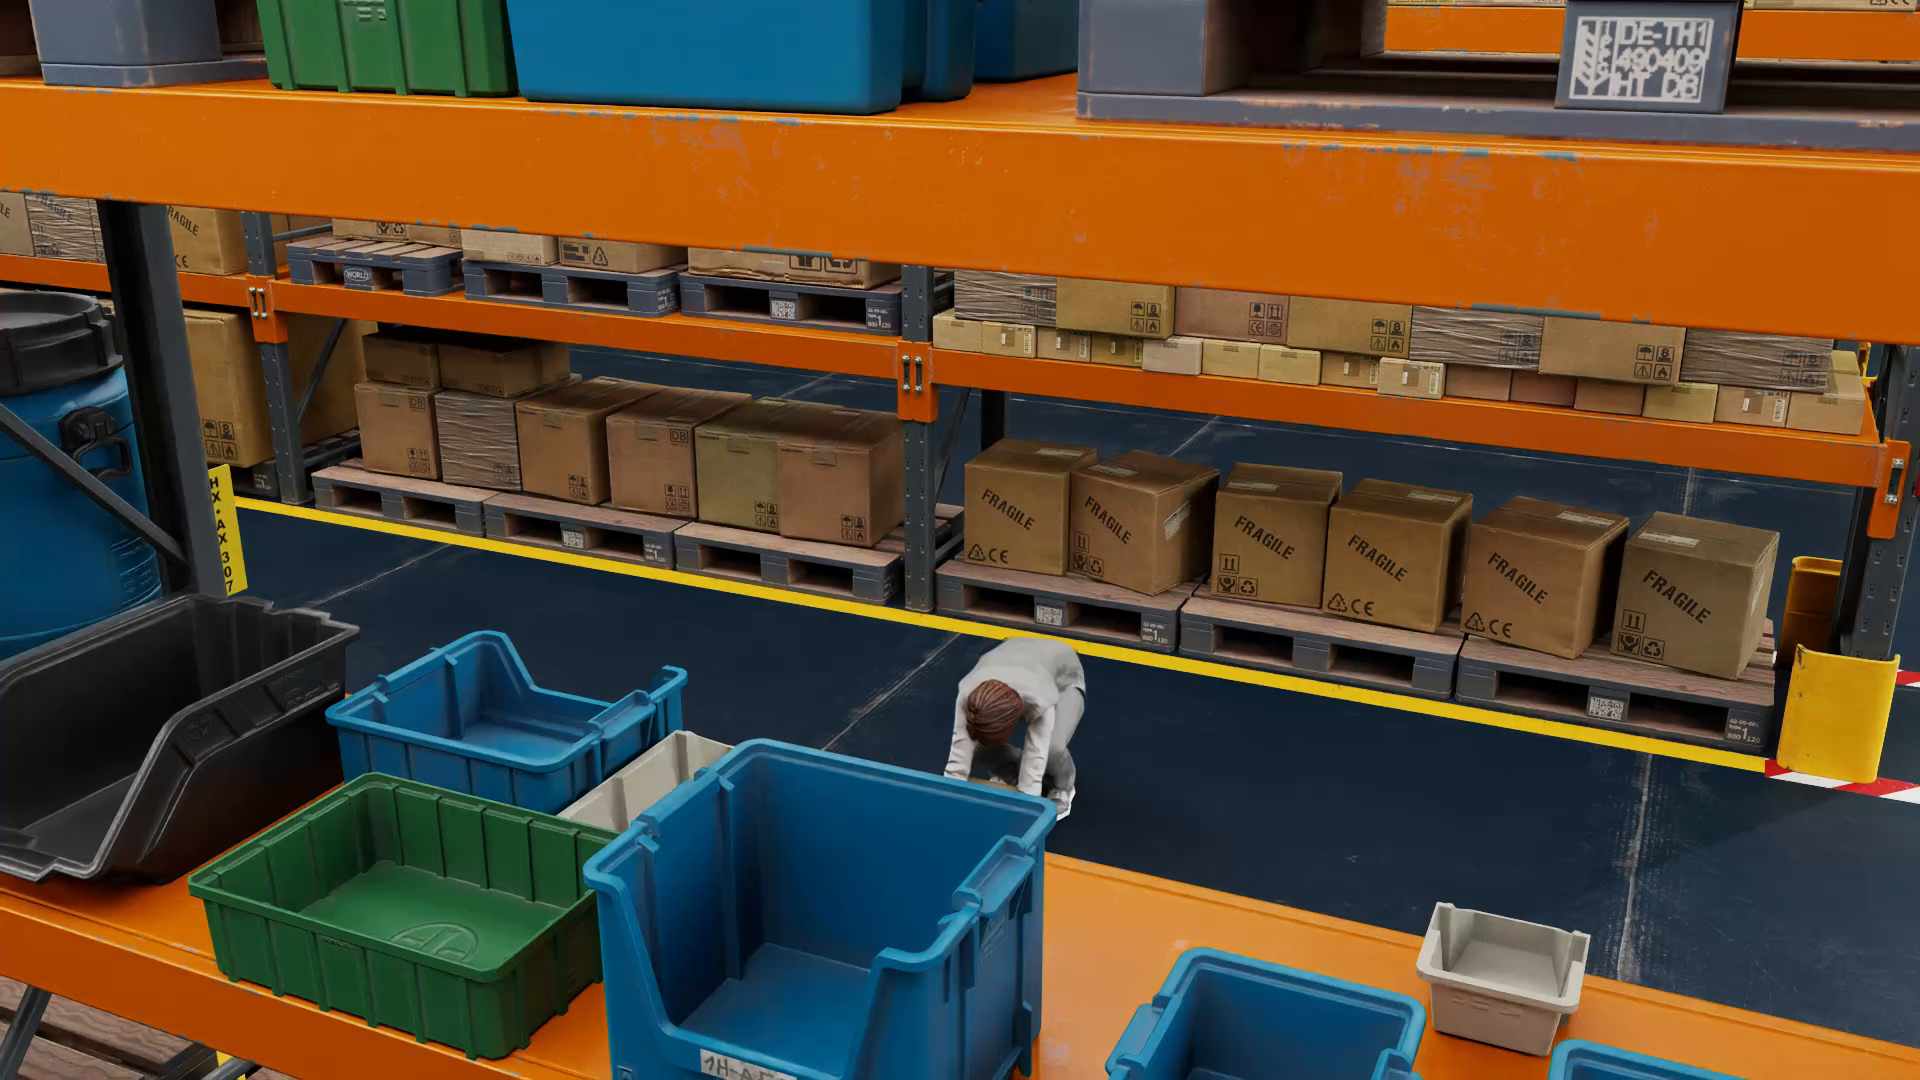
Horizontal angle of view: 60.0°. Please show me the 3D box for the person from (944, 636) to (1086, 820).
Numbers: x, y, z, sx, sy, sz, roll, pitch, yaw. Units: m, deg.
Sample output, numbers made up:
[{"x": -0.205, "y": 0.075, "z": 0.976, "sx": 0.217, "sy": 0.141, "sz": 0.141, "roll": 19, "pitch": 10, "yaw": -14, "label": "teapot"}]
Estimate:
[{"x": -8.354, "y": -3.189, "z": 9.044, "sx": 19.451, "sy": 6.018, "sz": 24.670, "roll": 8, "pitch": 21, "yaw": 22, "label": "person"}]
